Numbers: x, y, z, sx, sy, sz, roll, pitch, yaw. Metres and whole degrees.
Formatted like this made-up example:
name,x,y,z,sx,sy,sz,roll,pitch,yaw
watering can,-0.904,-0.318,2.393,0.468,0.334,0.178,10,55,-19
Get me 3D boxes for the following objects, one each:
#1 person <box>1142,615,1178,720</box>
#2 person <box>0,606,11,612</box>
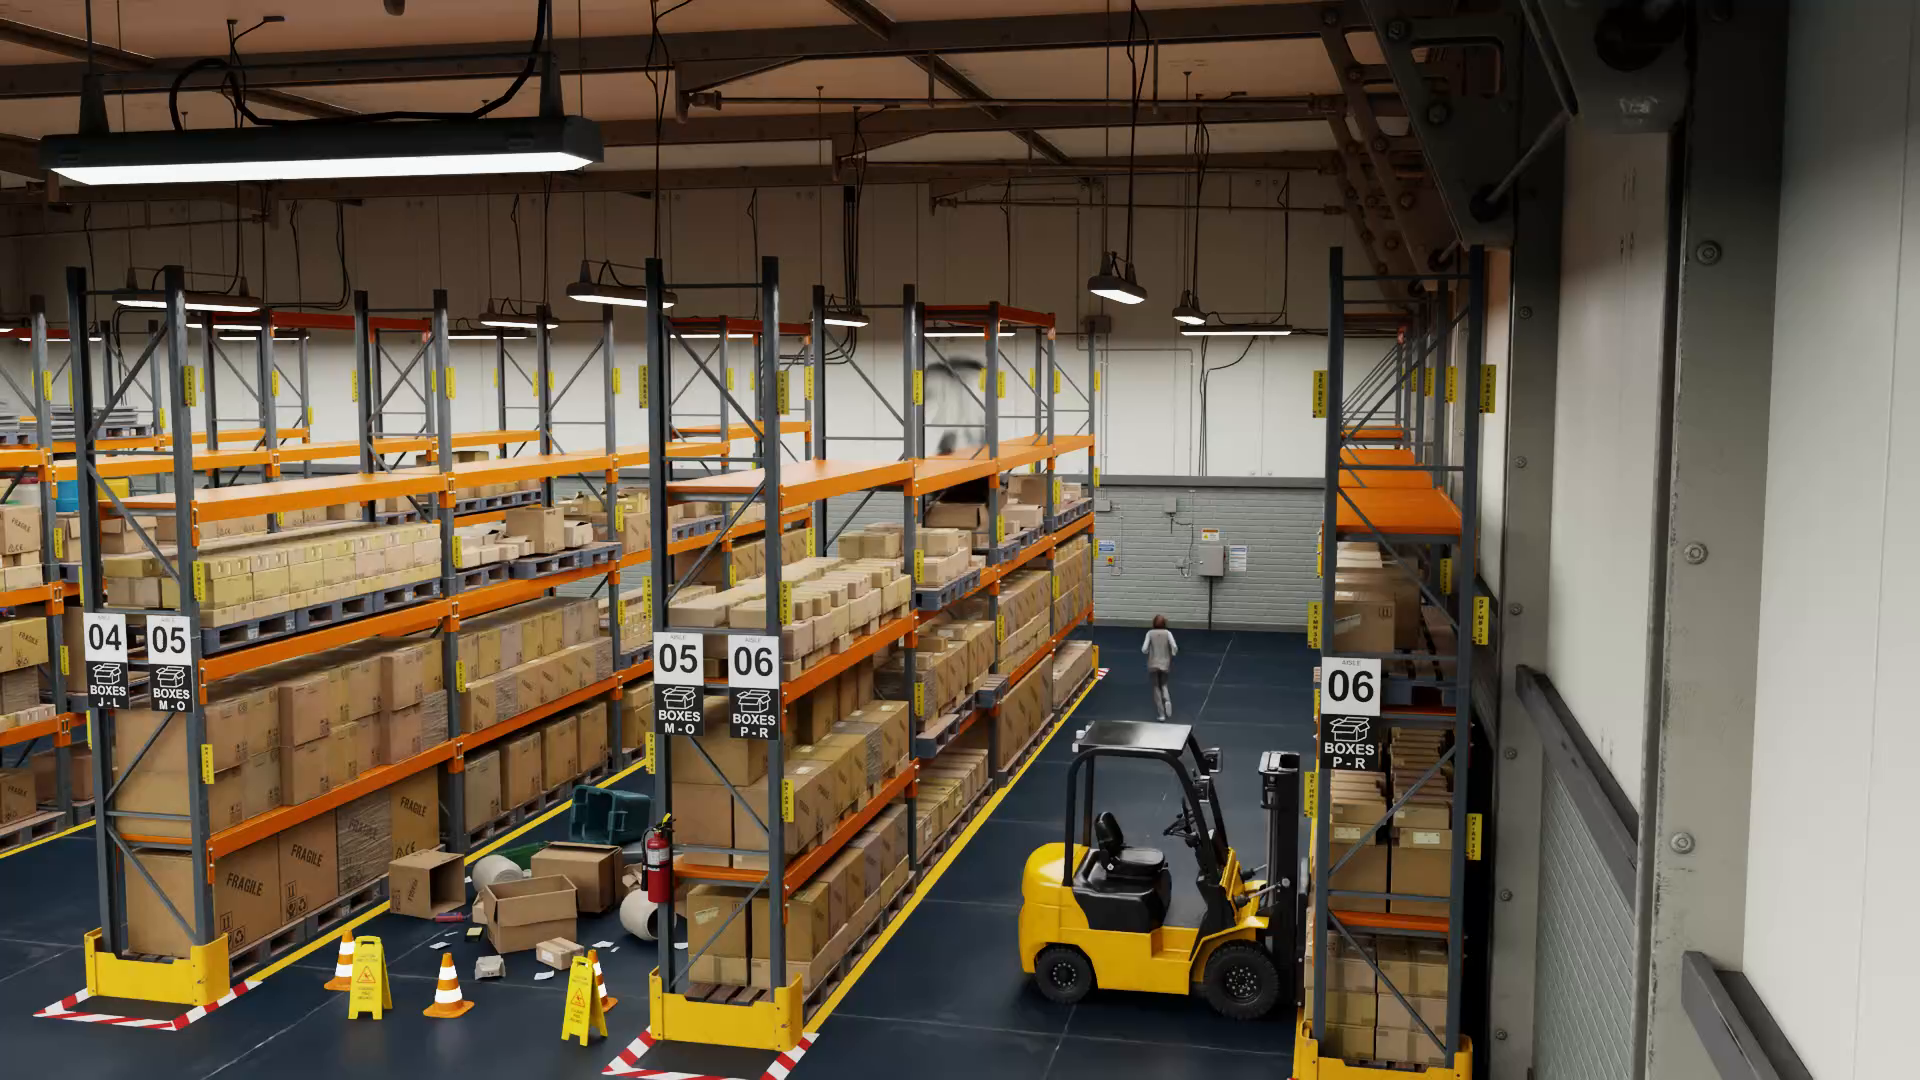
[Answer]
name,x,y,z,sx,sy,sz,roll,pitch,yaw
person,2.965,1.885,24.773,0.521,1.567,0.541,0,6,2
person,-15.701,1.609,27.193,0.561,1.621,0.573,1,6,10
